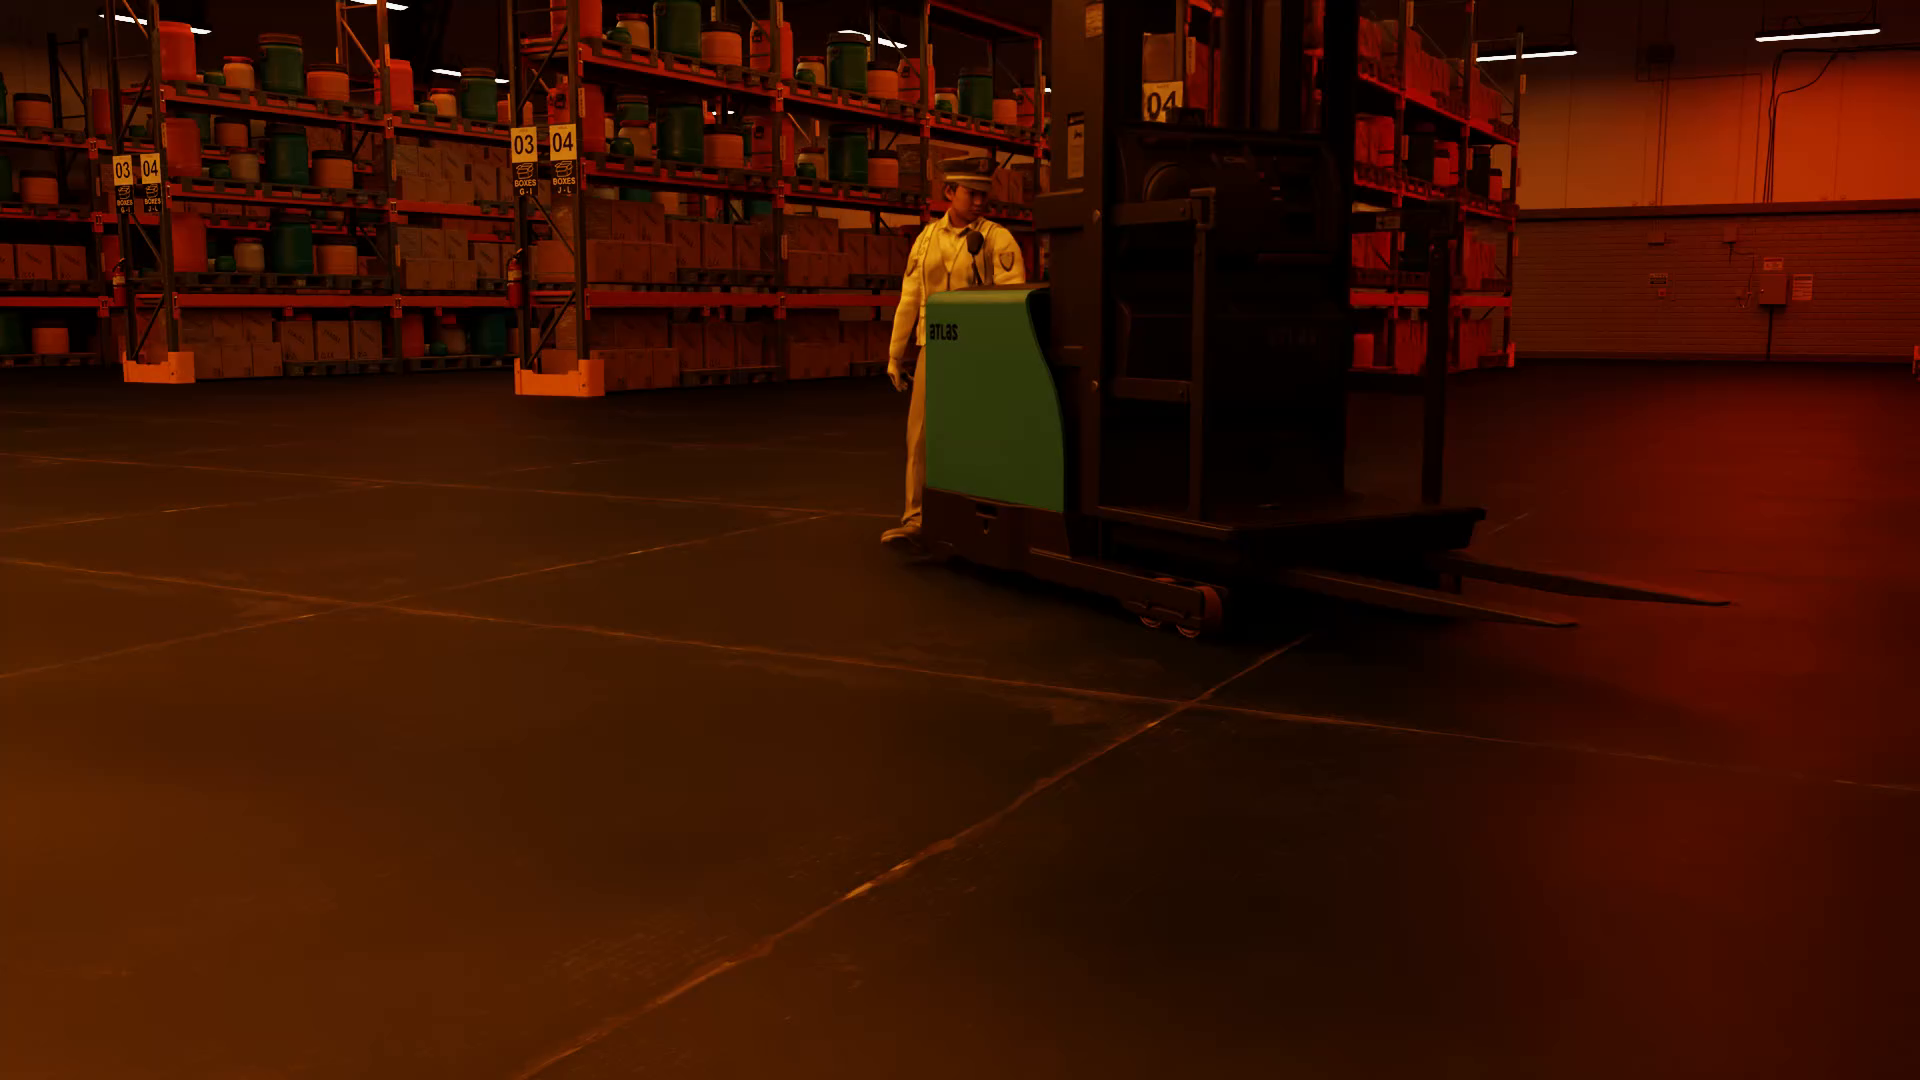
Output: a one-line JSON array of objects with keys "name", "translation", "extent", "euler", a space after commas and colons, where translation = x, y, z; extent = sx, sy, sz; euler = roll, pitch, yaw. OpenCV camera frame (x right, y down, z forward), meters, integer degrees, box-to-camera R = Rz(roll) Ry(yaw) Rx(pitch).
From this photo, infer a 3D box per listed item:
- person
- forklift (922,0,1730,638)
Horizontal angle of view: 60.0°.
[{"name": "person", "translation": [-0.049, -0.737, 6.747], "extent": [0.633, 1.620, 0.861], "euler": [2, 8, 16]}, {"name": "forklift", "translation": [1.026, -1.220, 5.433], "extent": [1.130, 2.935, 3.031], "euler": [-5, 9, -30]}]
